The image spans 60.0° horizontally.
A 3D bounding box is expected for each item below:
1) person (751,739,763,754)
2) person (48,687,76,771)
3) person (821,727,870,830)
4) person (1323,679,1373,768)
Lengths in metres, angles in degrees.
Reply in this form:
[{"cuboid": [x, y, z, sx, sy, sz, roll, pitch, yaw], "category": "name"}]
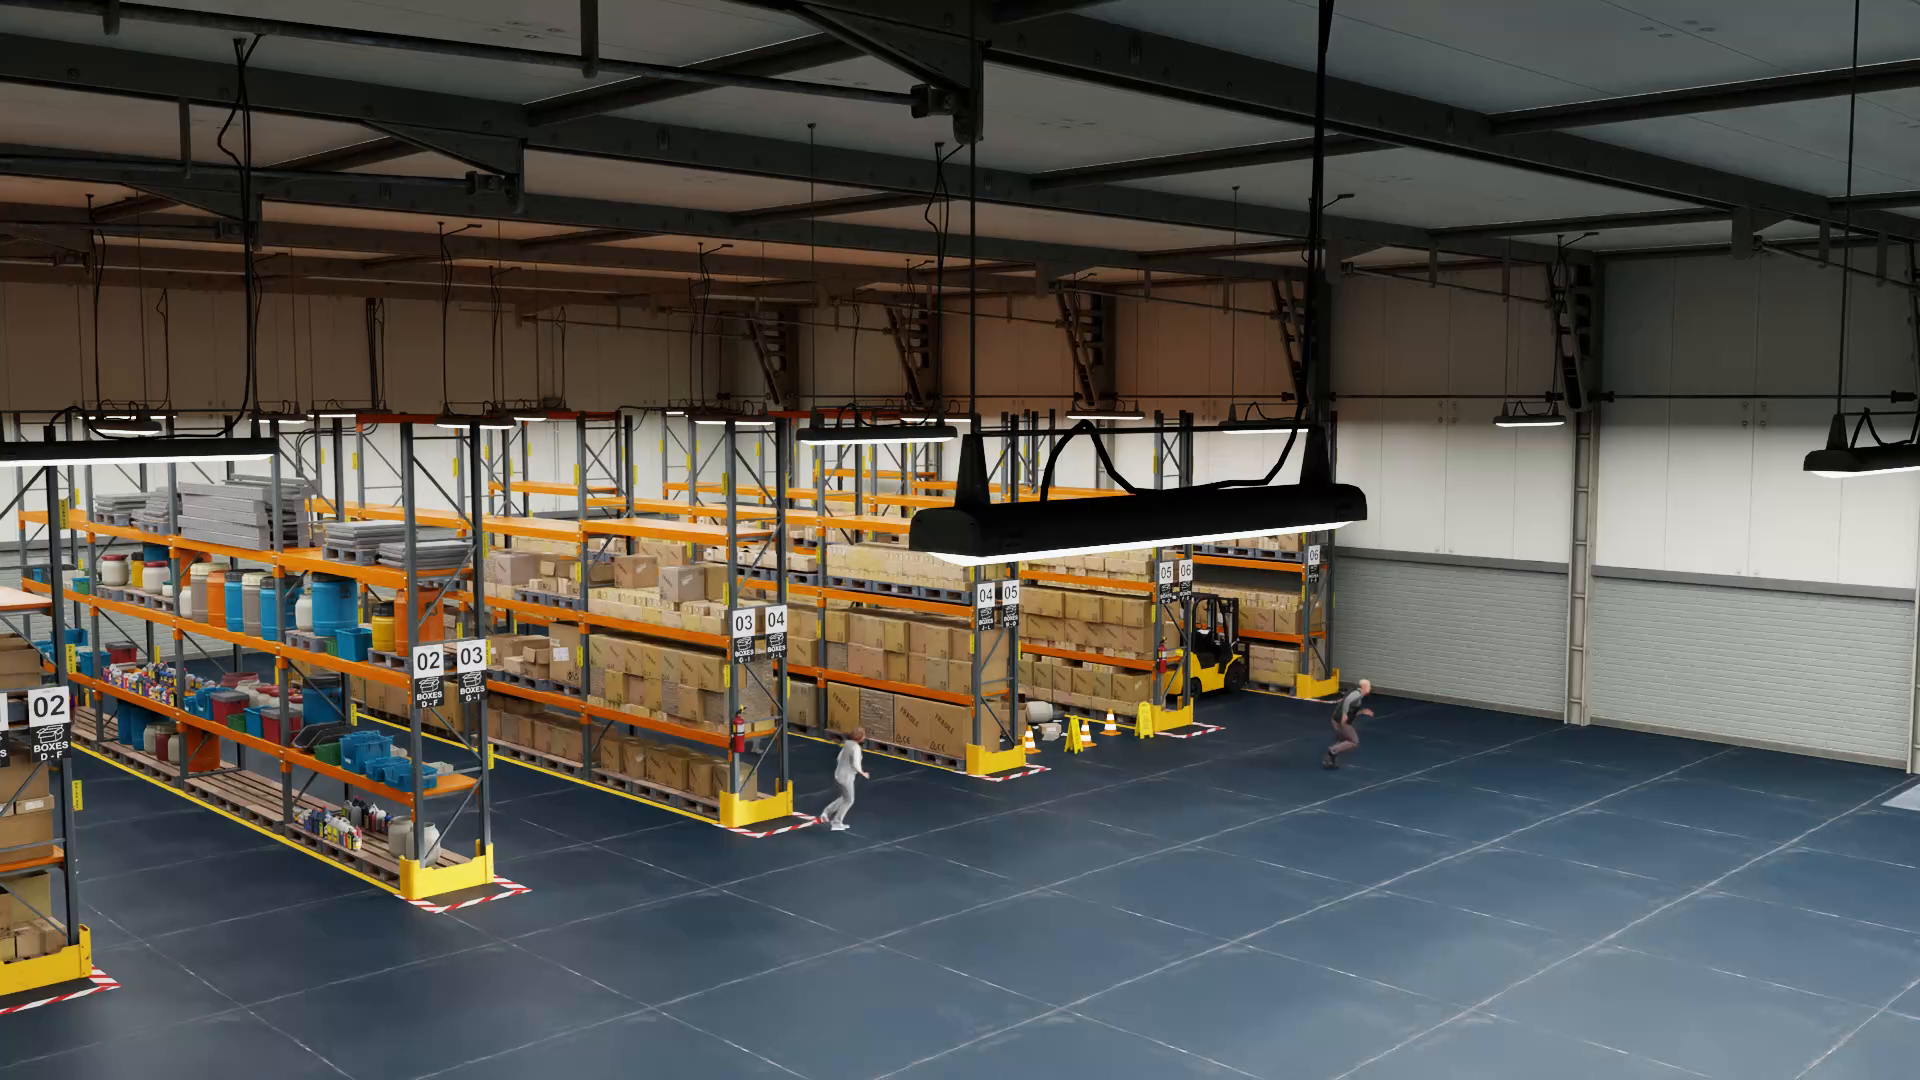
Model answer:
[{"cuboid": [-3.690, 2.970, 29.457, 0.718, 1.642, 0.609, 3, 6, 31], "category": "person"}, {"cuboid": [-15.255, 3.133, 27.929, 0.906, 1.572, 0.731, 4, 6, 38], "category": "person"}, {"cuboid": [-1.664, 3.492, 24.223, 0.690, 1.478, 0.524, -2, 5, -22], "category": "person"}, {"cuboid": [6.575, 3.122, 28.109, 0.845, 1.544, 0.684, 0, 5, 5], "category": "person"}]
